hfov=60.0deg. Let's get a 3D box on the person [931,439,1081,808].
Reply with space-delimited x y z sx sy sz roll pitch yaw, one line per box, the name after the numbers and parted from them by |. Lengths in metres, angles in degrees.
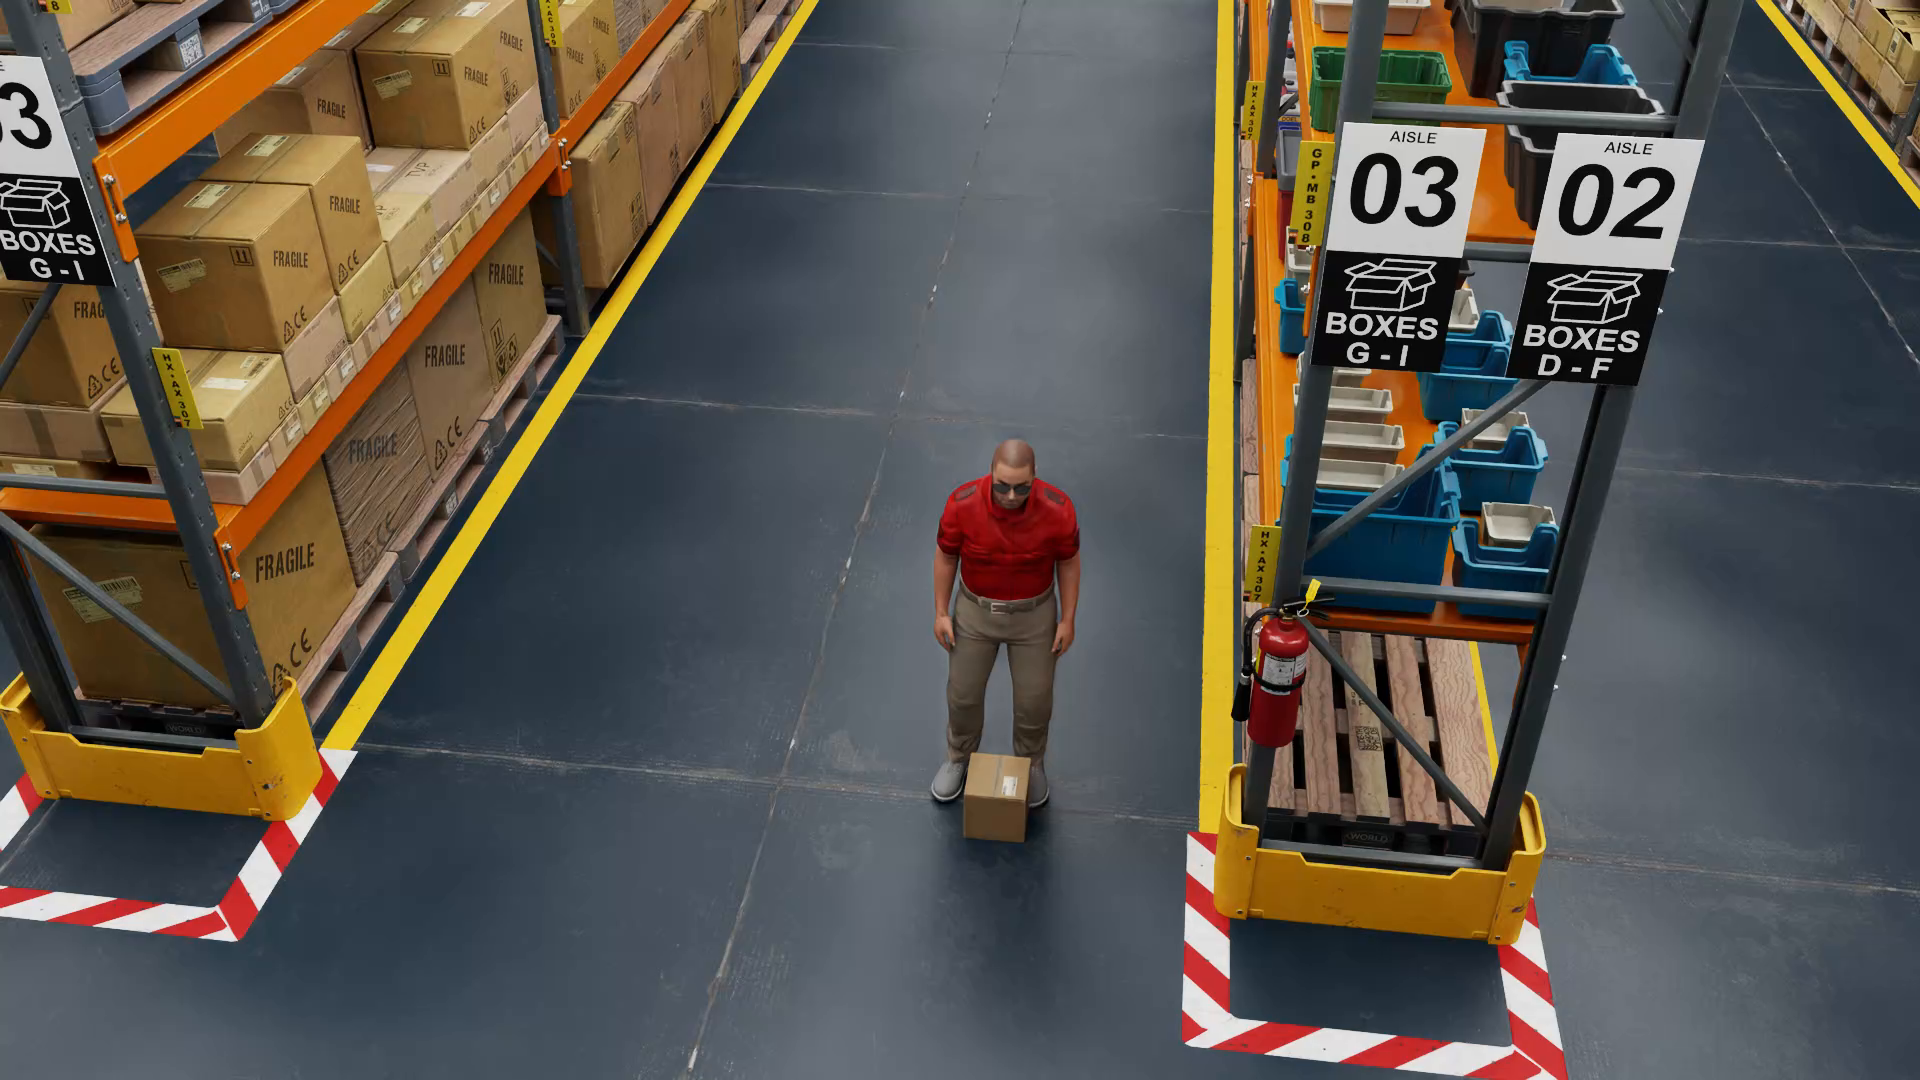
0.179 0.312 6.621 0.582 1.726 0.391 3 36 4 | person
